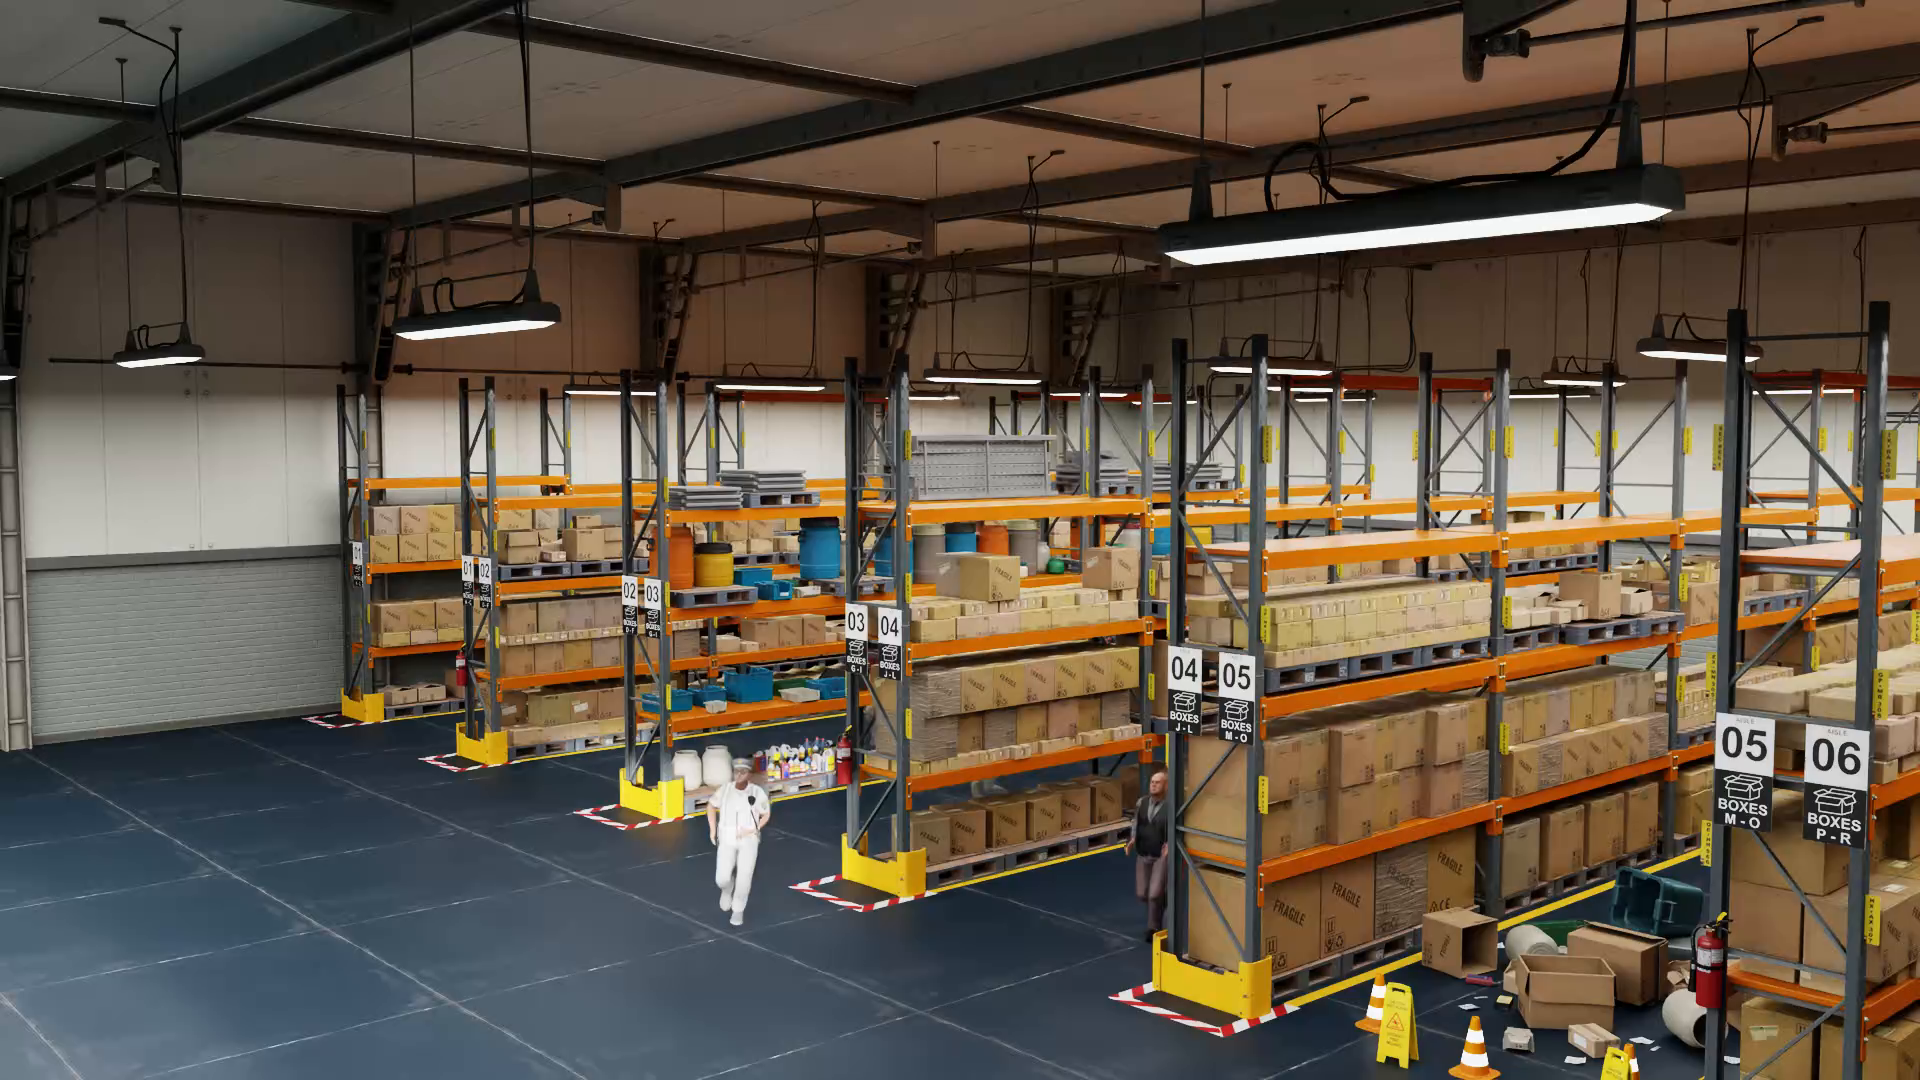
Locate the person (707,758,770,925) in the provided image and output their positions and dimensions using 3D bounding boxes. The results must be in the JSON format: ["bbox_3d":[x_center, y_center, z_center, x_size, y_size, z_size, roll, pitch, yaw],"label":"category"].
[{"bbox_3d":[-2.336,3.158,17.501,0.677,1.734,0.548,0,4,-3],"label":"person"}]

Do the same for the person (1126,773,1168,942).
[{"bbox_3d":[2.037,3.215,17.004,0.660,1.683,0.634,2,4,32],"label":"person"}]

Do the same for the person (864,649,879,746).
[{"bbox_3d":[-1.266,2.556,27.322,0.576,1.707,0.720,3,5,42],"label":"person"}]

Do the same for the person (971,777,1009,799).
[{"bbox_3d":[0.365,2.877,21.978,0.766,1.683,0.627,-3,5,-41],"label":"person"}]
